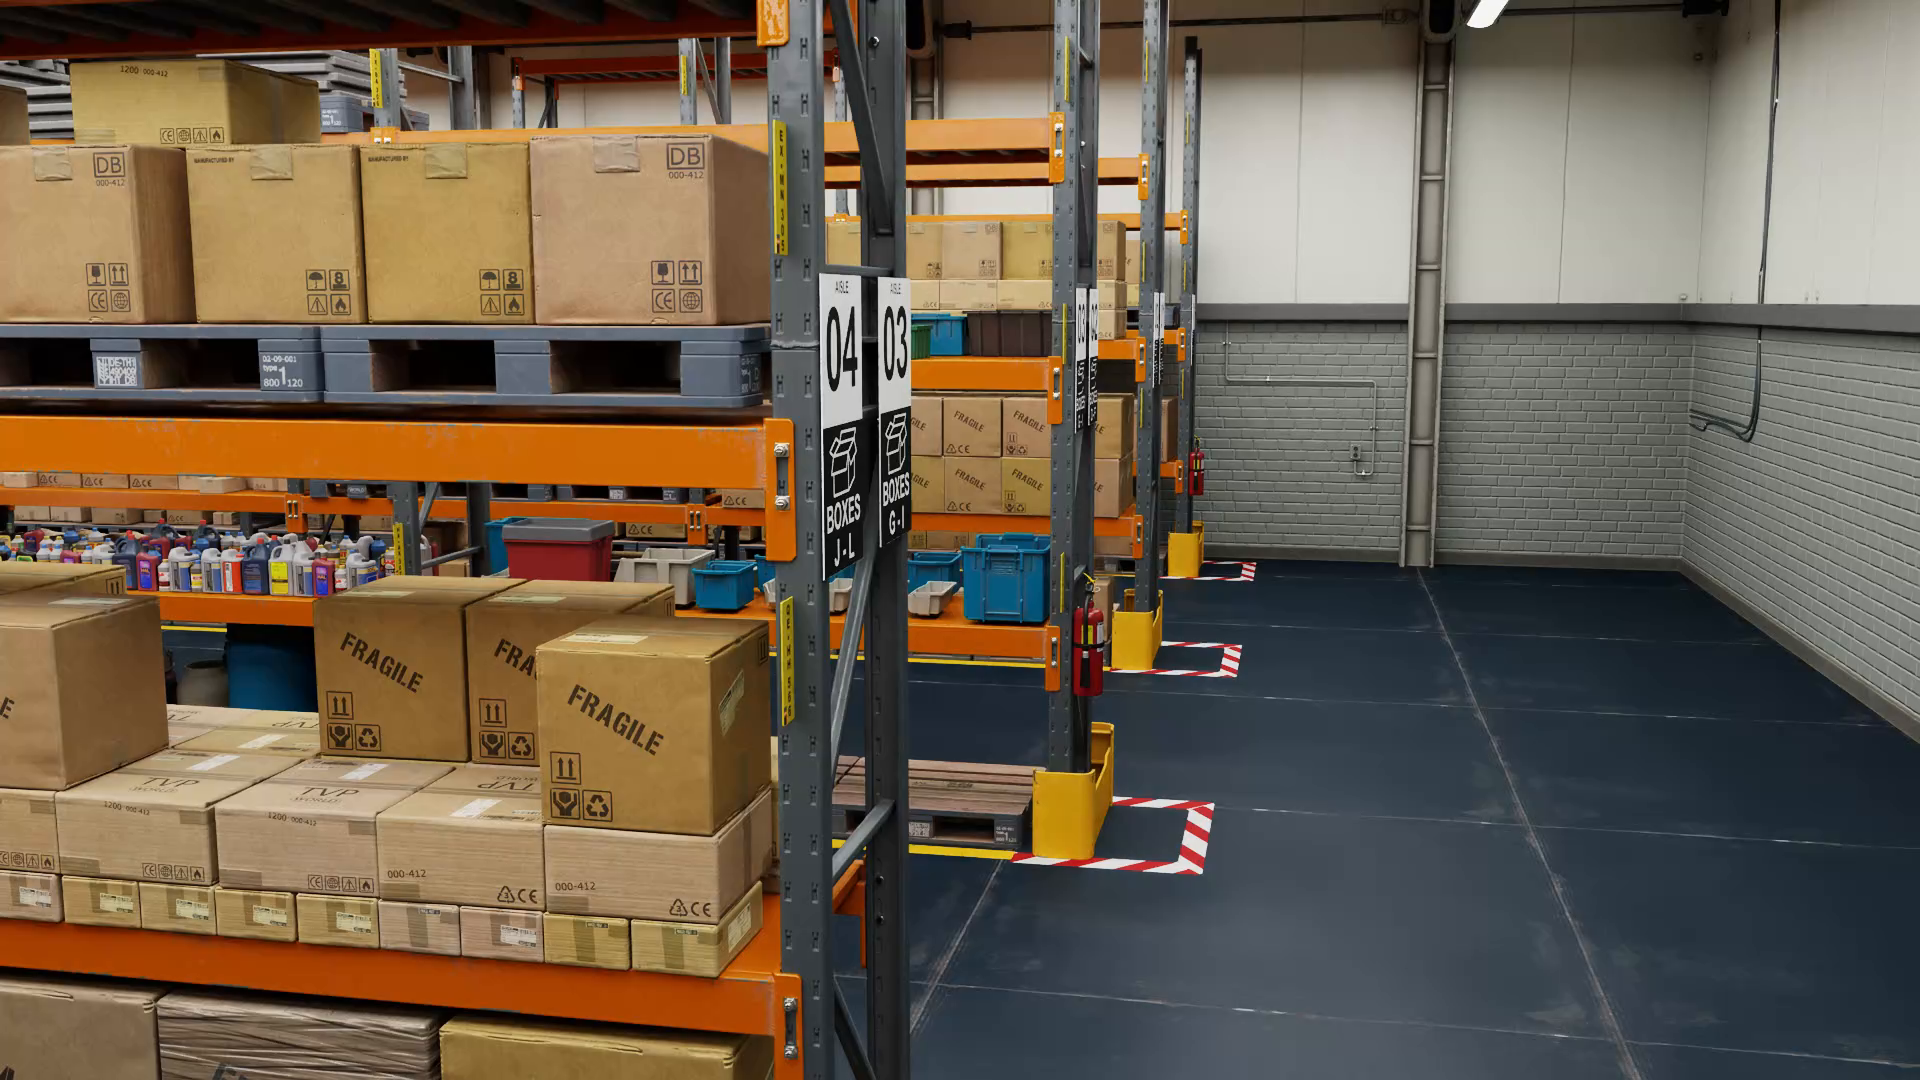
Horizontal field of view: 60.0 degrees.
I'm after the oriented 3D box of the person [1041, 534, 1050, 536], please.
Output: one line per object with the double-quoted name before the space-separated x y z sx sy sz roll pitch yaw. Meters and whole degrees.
"person" 1.038 0.008 16.325 0.489 1.594 0.405 2 8 12
